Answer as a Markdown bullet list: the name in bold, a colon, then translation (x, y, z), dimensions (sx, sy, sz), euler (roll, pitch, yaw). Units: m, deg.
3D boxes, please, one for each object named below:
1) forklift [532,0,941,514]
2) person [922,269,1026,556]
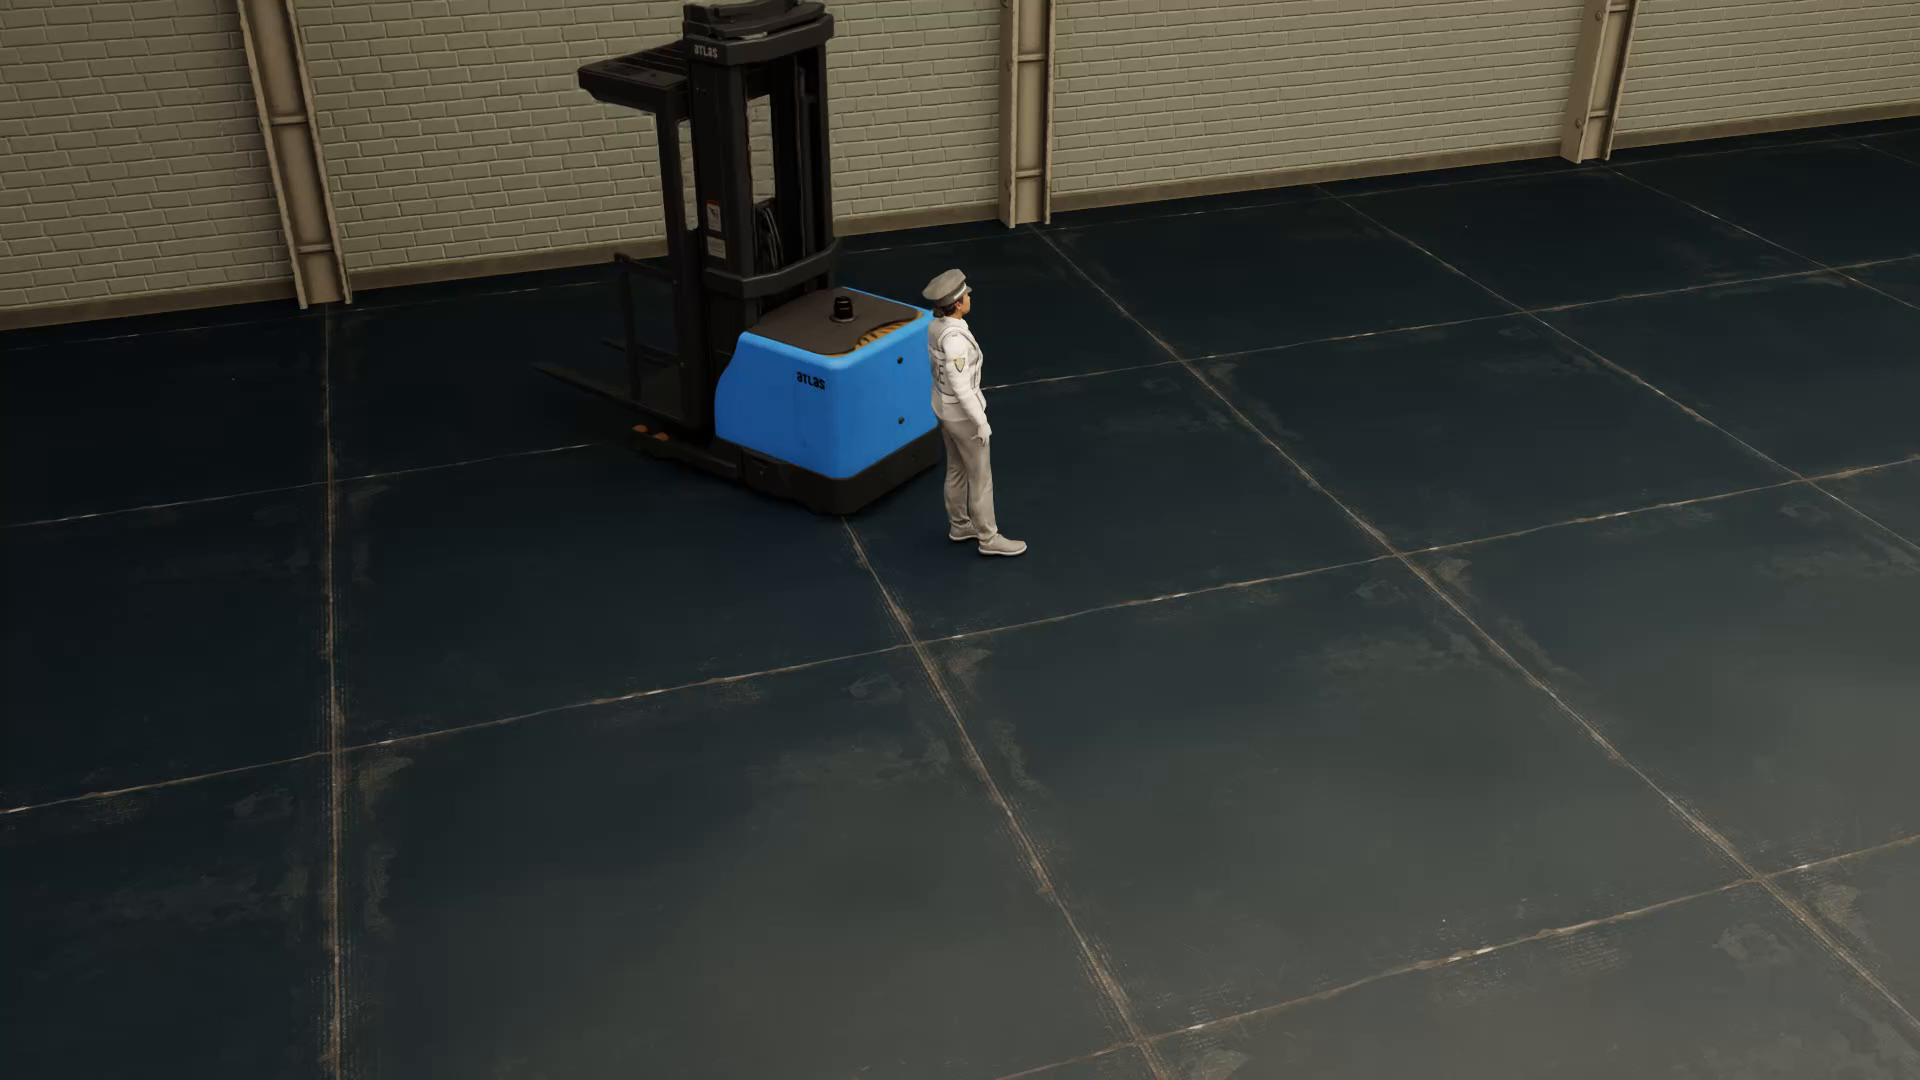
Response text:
- **forklift**: translation (-1.609, -2.001, 10.564), dimensions (3.031, 2.935, 1.130), euler (20, 36, 31)
- **person**: translation (0.068, -0.748, 9.613), dimensions (0.530, 1.694, 0.586), euler (-10, 31, -16)
